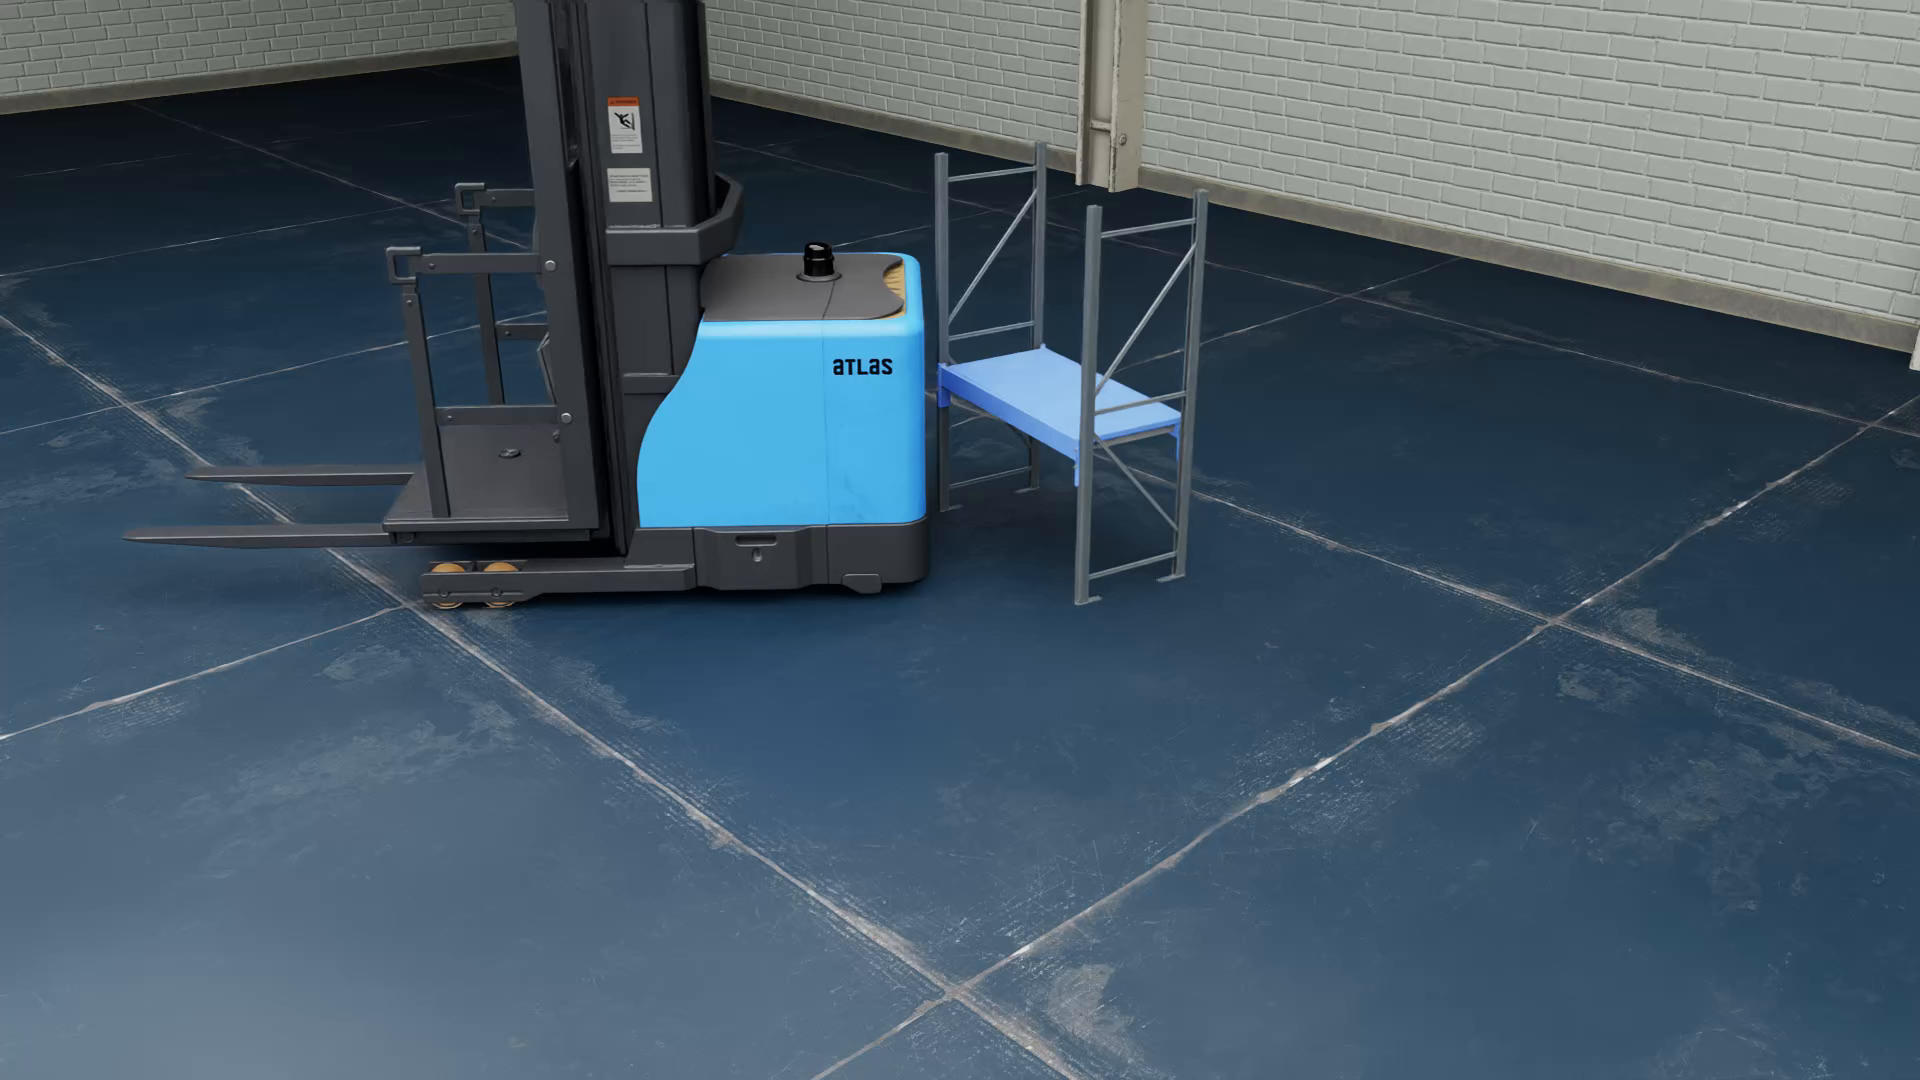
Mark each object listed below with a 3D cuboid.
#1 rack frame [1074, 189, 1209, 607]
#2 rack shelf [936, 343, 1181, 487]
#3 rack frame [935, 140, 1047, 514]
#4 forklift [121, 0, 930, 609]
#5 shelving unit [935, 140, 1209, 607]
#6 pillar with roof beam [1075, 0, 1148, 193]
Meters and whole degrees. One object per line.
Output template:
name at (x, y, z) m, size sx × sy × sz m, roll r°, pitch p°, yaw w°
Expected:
rack frame at (0.649, -0.490, 6.018) m, size 0.500 × 1.500 × 0.032 m, roll -14°, pitch 28°, yaw -28°
rack shelf at (0.387, -0.508, 6.489) m, size 0.538 × 0.185 × 1.000 m, roll -14°, pitch 28°, yaw -28°
rack frame at (0.125, -0.852, 6.811) m, size 0.500 × 1.500 × 0.032 m, roll -14°, pitch 28°, yaw -28°
forklift at (-1.645, -1.301, 6.071) m, size 3.031 × 2.935 × 1.130 m, roll -1°, pitch 25°, yaw -2°
shelving unit at (0.387, -0.671, 6.415) m, size 0.538 × 1.500 × 1.048 m, roll -14°, pitch 28°, yaw -28°
pillar with roof beam at (-2.017, -5.577, 8.132) m, size 9.100 × 9.000 × 0.400 m, roll -21°, pitch 32°, yaw -38°
